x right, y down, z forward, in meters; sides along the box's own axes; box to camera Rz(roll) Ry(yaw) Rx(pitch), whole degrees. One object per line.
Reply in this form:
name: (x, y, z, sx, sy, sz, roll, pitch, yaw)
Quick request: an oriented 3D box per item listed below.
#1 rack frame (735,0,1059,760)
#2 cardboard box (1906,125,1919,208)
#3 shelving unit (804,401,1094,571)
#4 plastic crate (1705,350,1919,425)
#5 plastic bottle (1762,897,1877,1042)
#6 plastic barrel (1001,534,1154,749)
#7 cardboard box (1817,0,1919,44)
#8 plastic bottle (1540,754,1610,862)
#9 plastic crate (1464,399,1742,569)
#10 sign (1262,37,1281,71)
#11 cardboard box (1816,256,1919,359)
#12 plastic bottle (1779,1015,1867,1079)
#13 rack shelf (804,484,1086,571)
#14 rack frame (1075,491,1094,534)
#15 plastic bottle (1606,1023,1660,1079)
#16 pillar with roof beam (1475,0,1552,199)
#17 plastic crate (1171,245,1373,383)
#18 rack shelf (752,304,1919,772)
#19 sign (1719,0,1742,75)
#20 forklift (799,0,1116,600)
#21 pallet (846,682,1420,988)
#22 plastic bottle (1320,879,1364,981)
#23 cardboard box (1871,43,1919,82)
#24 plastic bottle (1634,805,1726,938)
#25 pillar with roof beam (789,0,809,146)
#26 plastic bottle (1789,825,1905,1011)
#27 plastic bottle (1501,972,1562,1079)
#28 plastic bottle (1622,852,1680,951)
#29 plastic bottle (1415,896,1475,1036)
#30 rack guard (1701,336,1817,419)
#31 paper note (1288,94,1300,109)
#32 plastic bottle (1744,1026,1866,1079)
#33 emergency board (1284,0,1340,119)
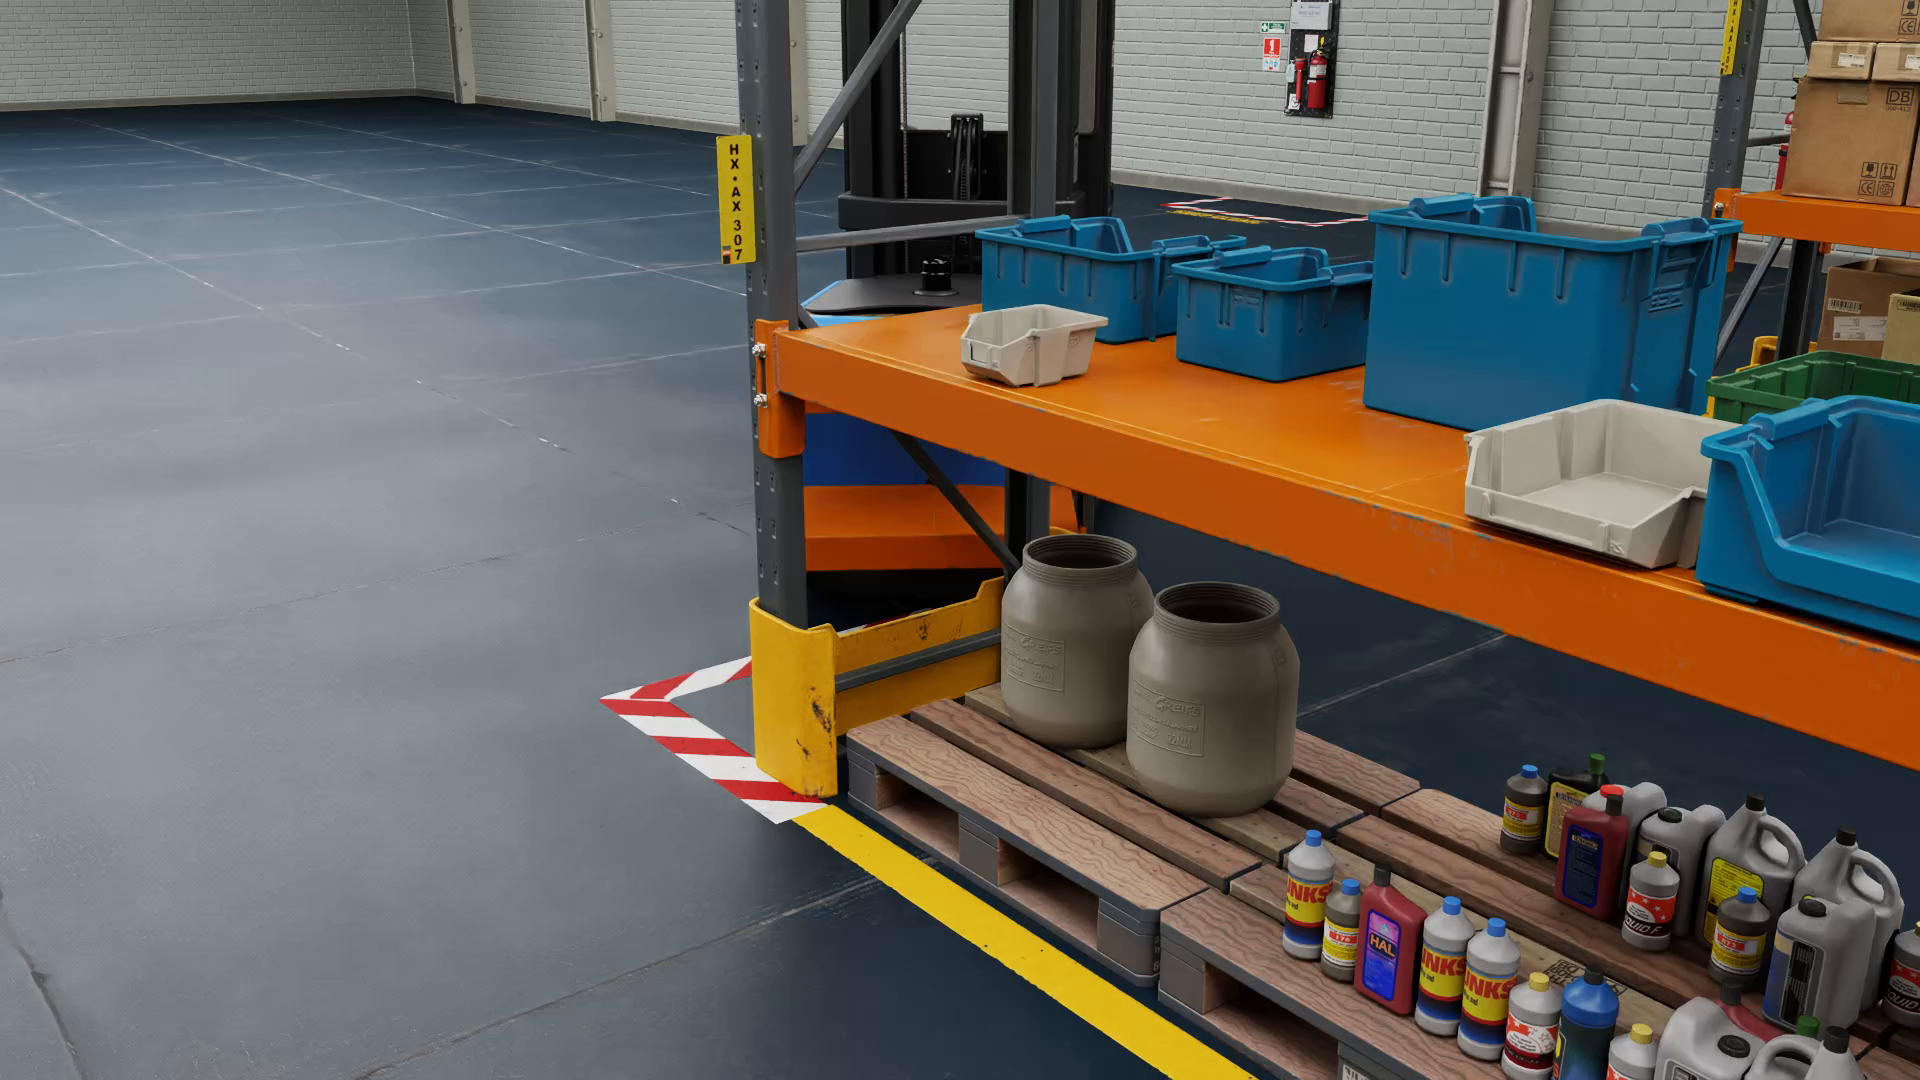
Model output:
rack frame: (-0.145, -0.856, 4.674, 1.000, 3.000, 0.127, -14, 23, -36)
cardboard box: (4.350, -1.623, 6.832, 0.700, 0.500, 0.500, -13, 22, -35)
shelving unit: (-0.091, -0.223, 5.594, 1.048, 1.125, 0.538, -1, 21, 1)
plastic crate: (1.717, -0.159, 2.907, 0.450, 0.188, 0.662, -14, 23, -36)
plastic bottle: (1.681, 0.818, 3.253, 0.152, 0.276, 0.135, -14, 23, -36)
plastic barrel: (0.323, 0.273, 4.555, 0.421, 0.512, 0.421, 0, 18, 0)
cardboard box: (4.053, -2.354, 6.977, 0.700, 0.500, 0.500, -14, 23, -36)
plastic bottle: (1.425, 0.617, 3.848, 0.061, 0.283, 0.133, -13, 23, -35)
plastic crate: (1.131, -0.095, 2.798, 0.530, 0.136, 0.437, -14, 23, -36)
sign: (3.241, -5.054, 17.296, 0.001, 0.329, 0.234, -14, 23, -36)
cardboard box: (4.306, -0.997, 7.616, 0.500, 0.500, 0.500, -14, 23, -36)
plastic bottle: (1.457, 0.955, 2.827, 0.061, 0.283, 0.133, -14, 23, -36)
rack shelf: (-0.087, 0.004, 5.683, 1.000, 0.278, 0.538, -1, 21, 1)
rack frame: (0.417, -0.232, 5.589, 0.032, 1.125, 0.500, -1, 21, 1)
plastic bottle: (1.200, 0.956, 2.956, 0.097, 0.201, 0.097, 0, 18, 0)
pillar with roof beam: (1.633, -6.272, 11.487, 9.100, 9.000, 0.400, -14, 23, -36)
plastic crate: (0.799, -0.559, 4.015, 0.499, 0.251, 0.408, -14, 23, -36)
rack shelf: (1.096, -0.021, 3.299, 1.077, 0.370, 4.000, -14, 23, -36)
sign: (3.301, -2.163, 7.120, 0.100, 0.325, 0.005, -14, 23, -36)
forklift: (0.113, -1.586, 6.990, 1.130, 2.935, 3.031, 3, 19, 10)
pallet: (0.439, 0.679, 4.476, 1.003, 0.211, 1.213, -14, 23, -36)
plastic bottle: (0.800, 0.797, 3.435, 0.097, 0.201, 0.097, 0, 18, 0)
cardboard box: (3.981, -1.973, 6.860, 0.380, 0.149, 0.250, -15, 23, -37)
plastic bottle: (1.560, 0.697, 3.618, 0.152, 0.276, 0.135, -15, 23, -38)
pillar with roof beam: (-5.817, -9.229, 20.417, 9.100, 9.000, 0.400, -14, 23, -36)
plastic bottle: (1.781, 0.748, 3.347, 0.144, 0.351, 0.185, -14, 23, -37)
plastic bottle: (1.073, 0.905, 3.109, 0.097, 0.201, 0.097, 0, 18, 0)
plastic bottle: (1.474, 0.762, 3.542, 0.097, 0.201, 0.097, 0, 18, 0)
plastic bottle: (0.949, 0.823, 3.246, 0.097, 0.271, 0.097, 0, 18, 0)
rack guard: (3.725, -0.641, 8.002, 1.175, 0.500, 0.348, -14, 23, -36)
paper note: (3.448, -4.519, 17.140, 0.016, 0.148, 0.142, -14, 23, -36)
plastic bottle: (1.393, 0.949, 2.737, 0.144, 0.351, 0.185, -14, 23, -36)
emergency board: (3.504, -4.880, 16.829, 0.194, 1.169, 0.643, -14, 23, -36)
